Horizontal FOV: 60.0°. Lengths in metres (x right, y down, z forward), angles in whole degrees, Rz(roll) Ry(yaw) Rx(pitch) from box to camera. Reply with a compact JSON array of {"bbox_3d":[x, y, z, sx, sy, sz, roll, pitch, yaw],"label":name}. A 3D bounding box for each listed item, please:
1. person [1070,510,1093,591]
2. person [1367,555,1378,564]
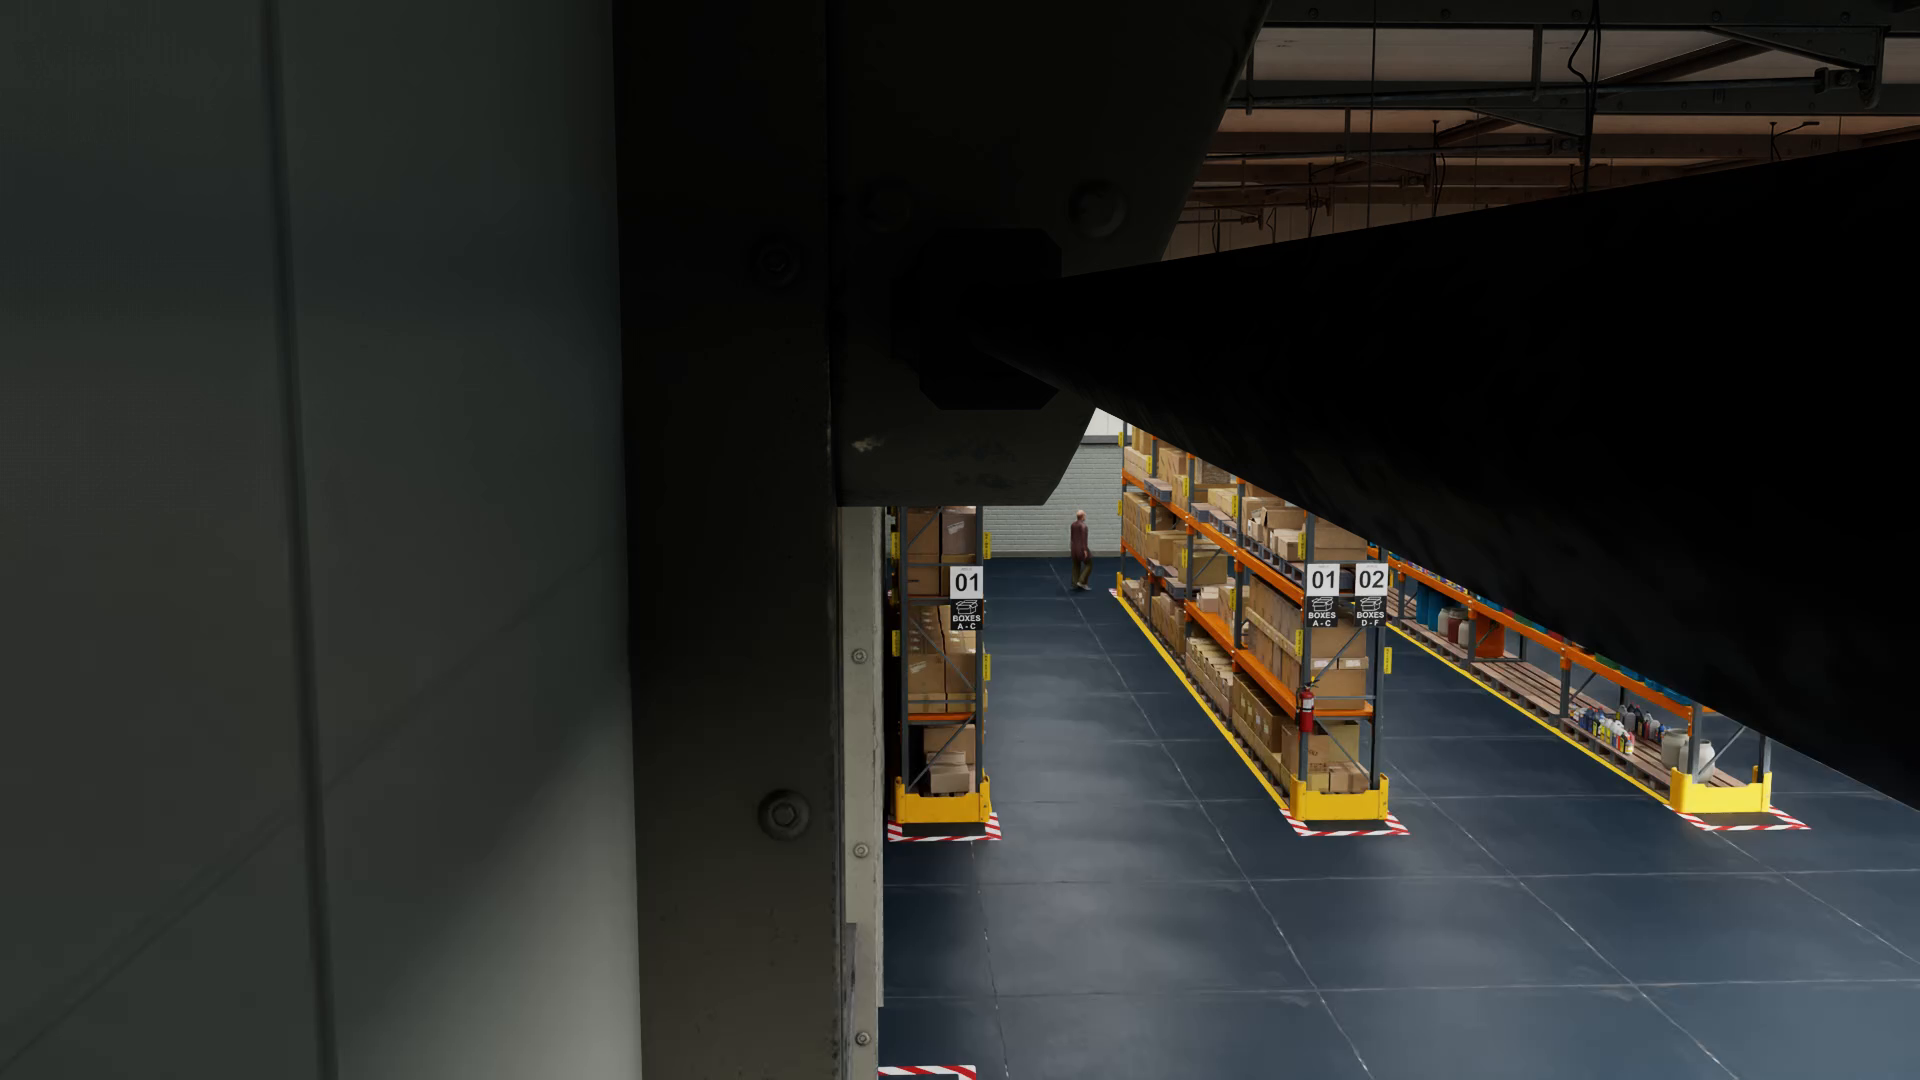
[{"bbox_3d":[2.694,0.240,37.133,0.479,1.809,0.657,-5,9,-30],"label":"person"},{"bbox_3d":[9.604,0.125,38.581,0.392,1.525,1.024,-5,10,-34],"label":"person"}]
